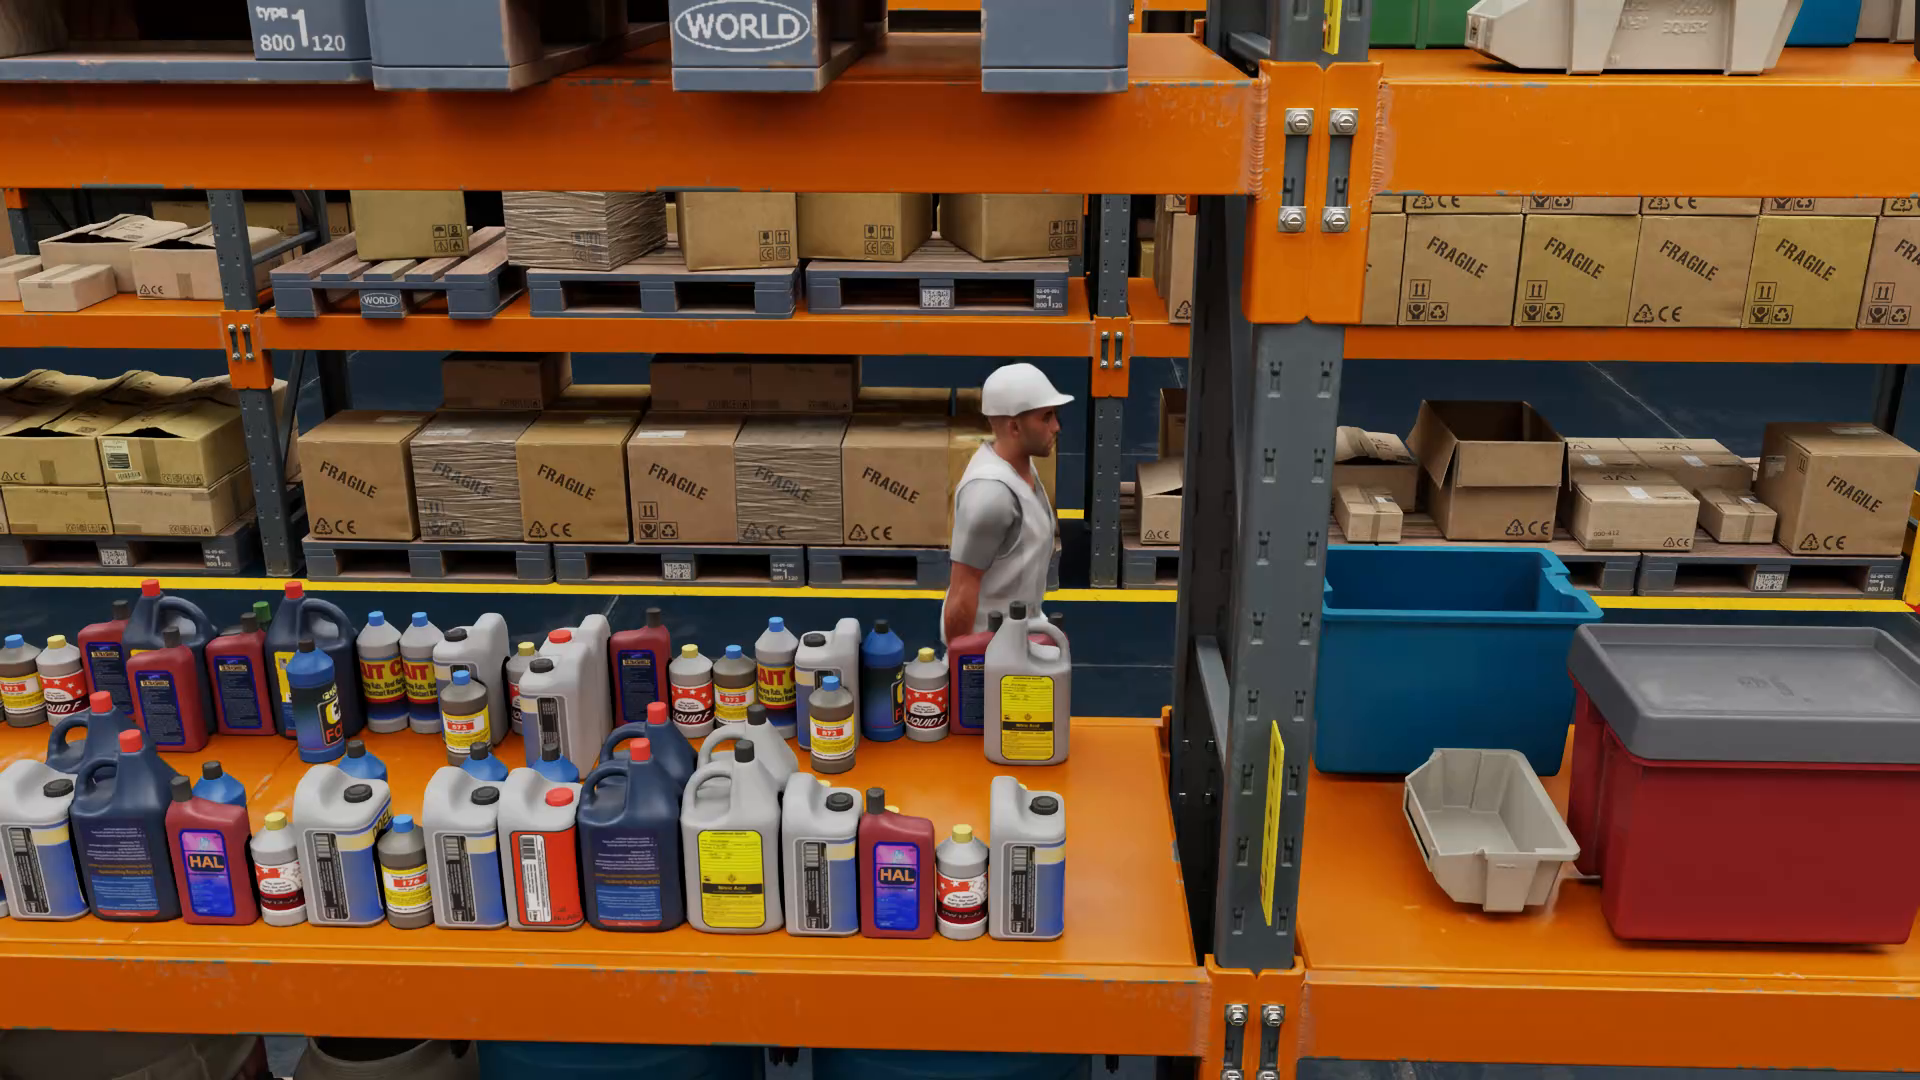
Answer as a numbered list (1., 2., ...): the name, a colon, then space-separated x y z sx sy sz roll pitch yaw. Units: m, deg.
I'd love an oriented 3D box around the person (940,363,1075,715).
1. person: 0.156 0.300 5.207 1.001 1.736 0.552 2 21 5
